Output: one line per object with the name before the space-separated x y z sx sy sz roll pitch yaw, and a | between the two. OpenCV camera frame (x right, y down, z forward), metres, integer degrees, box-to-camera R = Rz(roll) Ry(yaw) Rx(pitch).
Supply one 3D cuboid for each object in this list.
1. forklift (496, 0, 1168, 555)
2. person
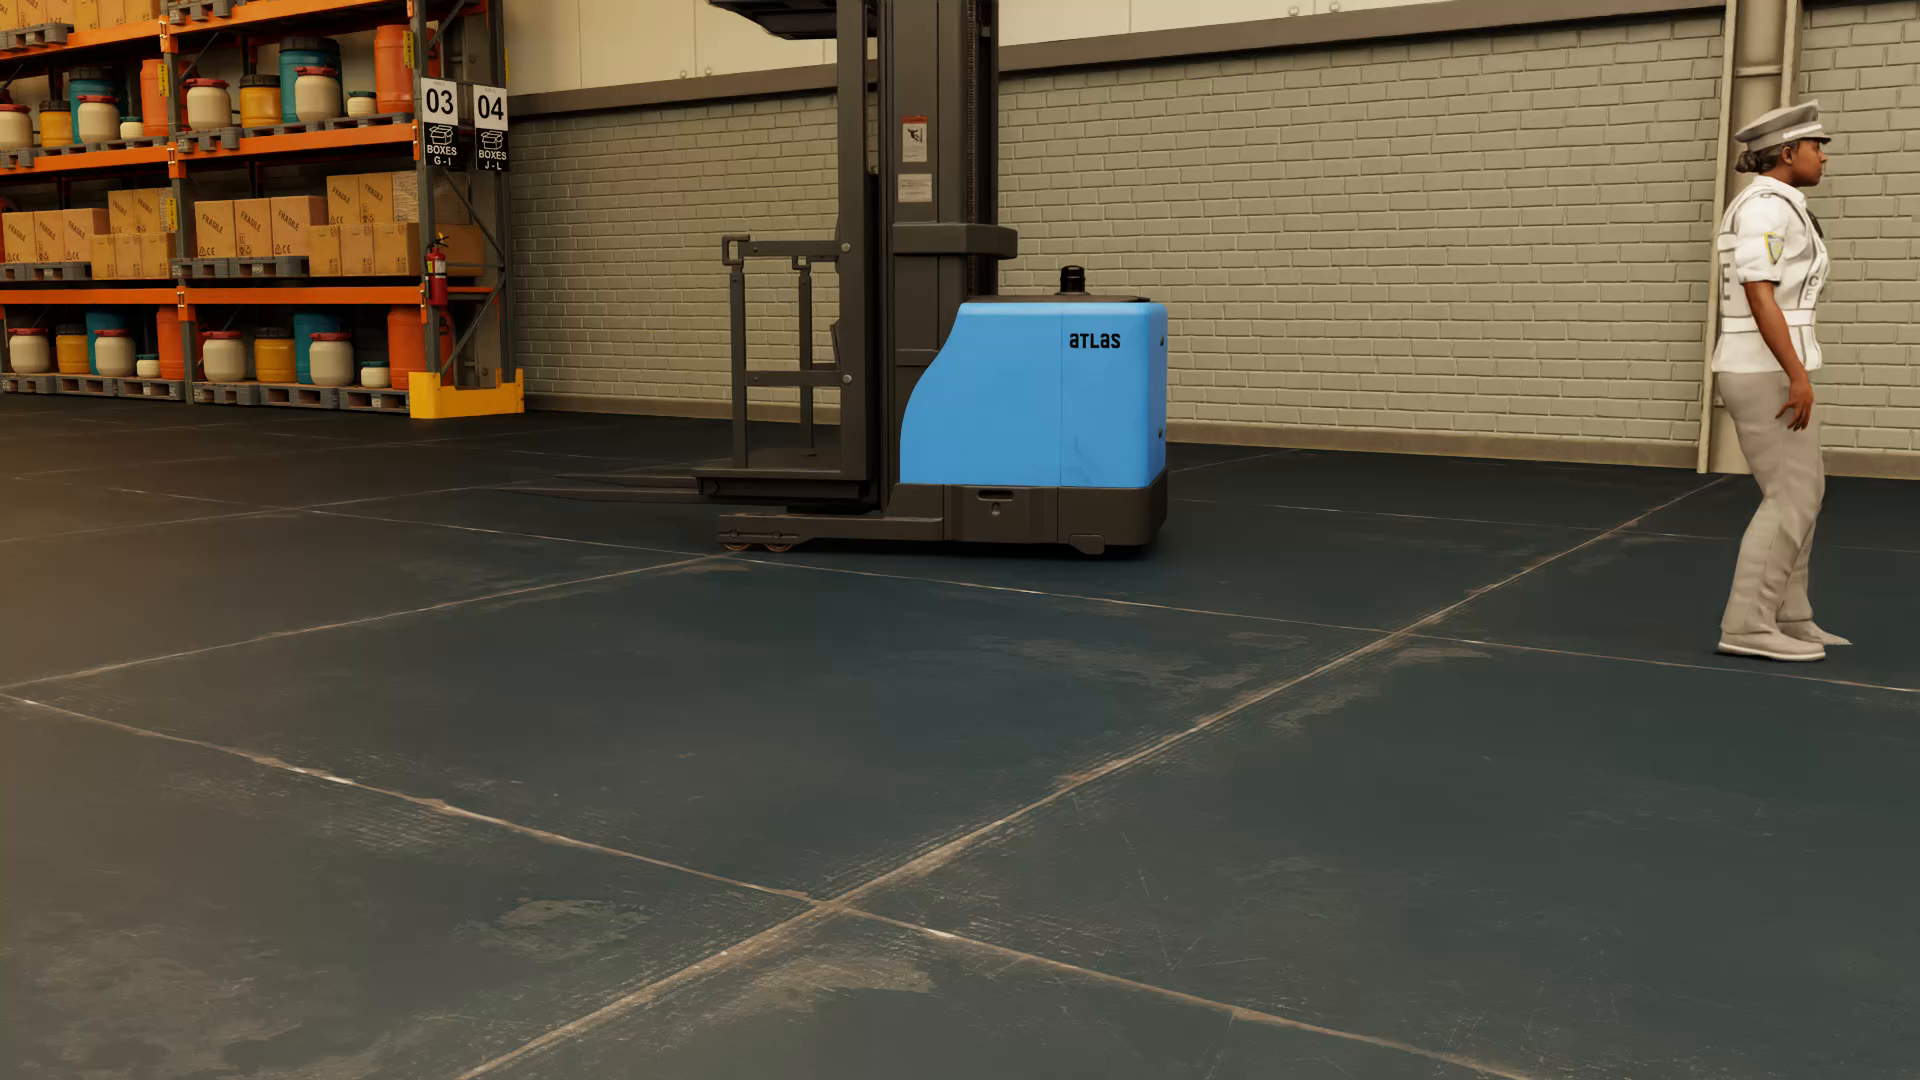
forklift | -0.596 -1.469 7.520 3.031 2.935 1.130 2 8 12
person | 2.545 -0.472 5.088 0.470 1.716 0.530 3 9 23
